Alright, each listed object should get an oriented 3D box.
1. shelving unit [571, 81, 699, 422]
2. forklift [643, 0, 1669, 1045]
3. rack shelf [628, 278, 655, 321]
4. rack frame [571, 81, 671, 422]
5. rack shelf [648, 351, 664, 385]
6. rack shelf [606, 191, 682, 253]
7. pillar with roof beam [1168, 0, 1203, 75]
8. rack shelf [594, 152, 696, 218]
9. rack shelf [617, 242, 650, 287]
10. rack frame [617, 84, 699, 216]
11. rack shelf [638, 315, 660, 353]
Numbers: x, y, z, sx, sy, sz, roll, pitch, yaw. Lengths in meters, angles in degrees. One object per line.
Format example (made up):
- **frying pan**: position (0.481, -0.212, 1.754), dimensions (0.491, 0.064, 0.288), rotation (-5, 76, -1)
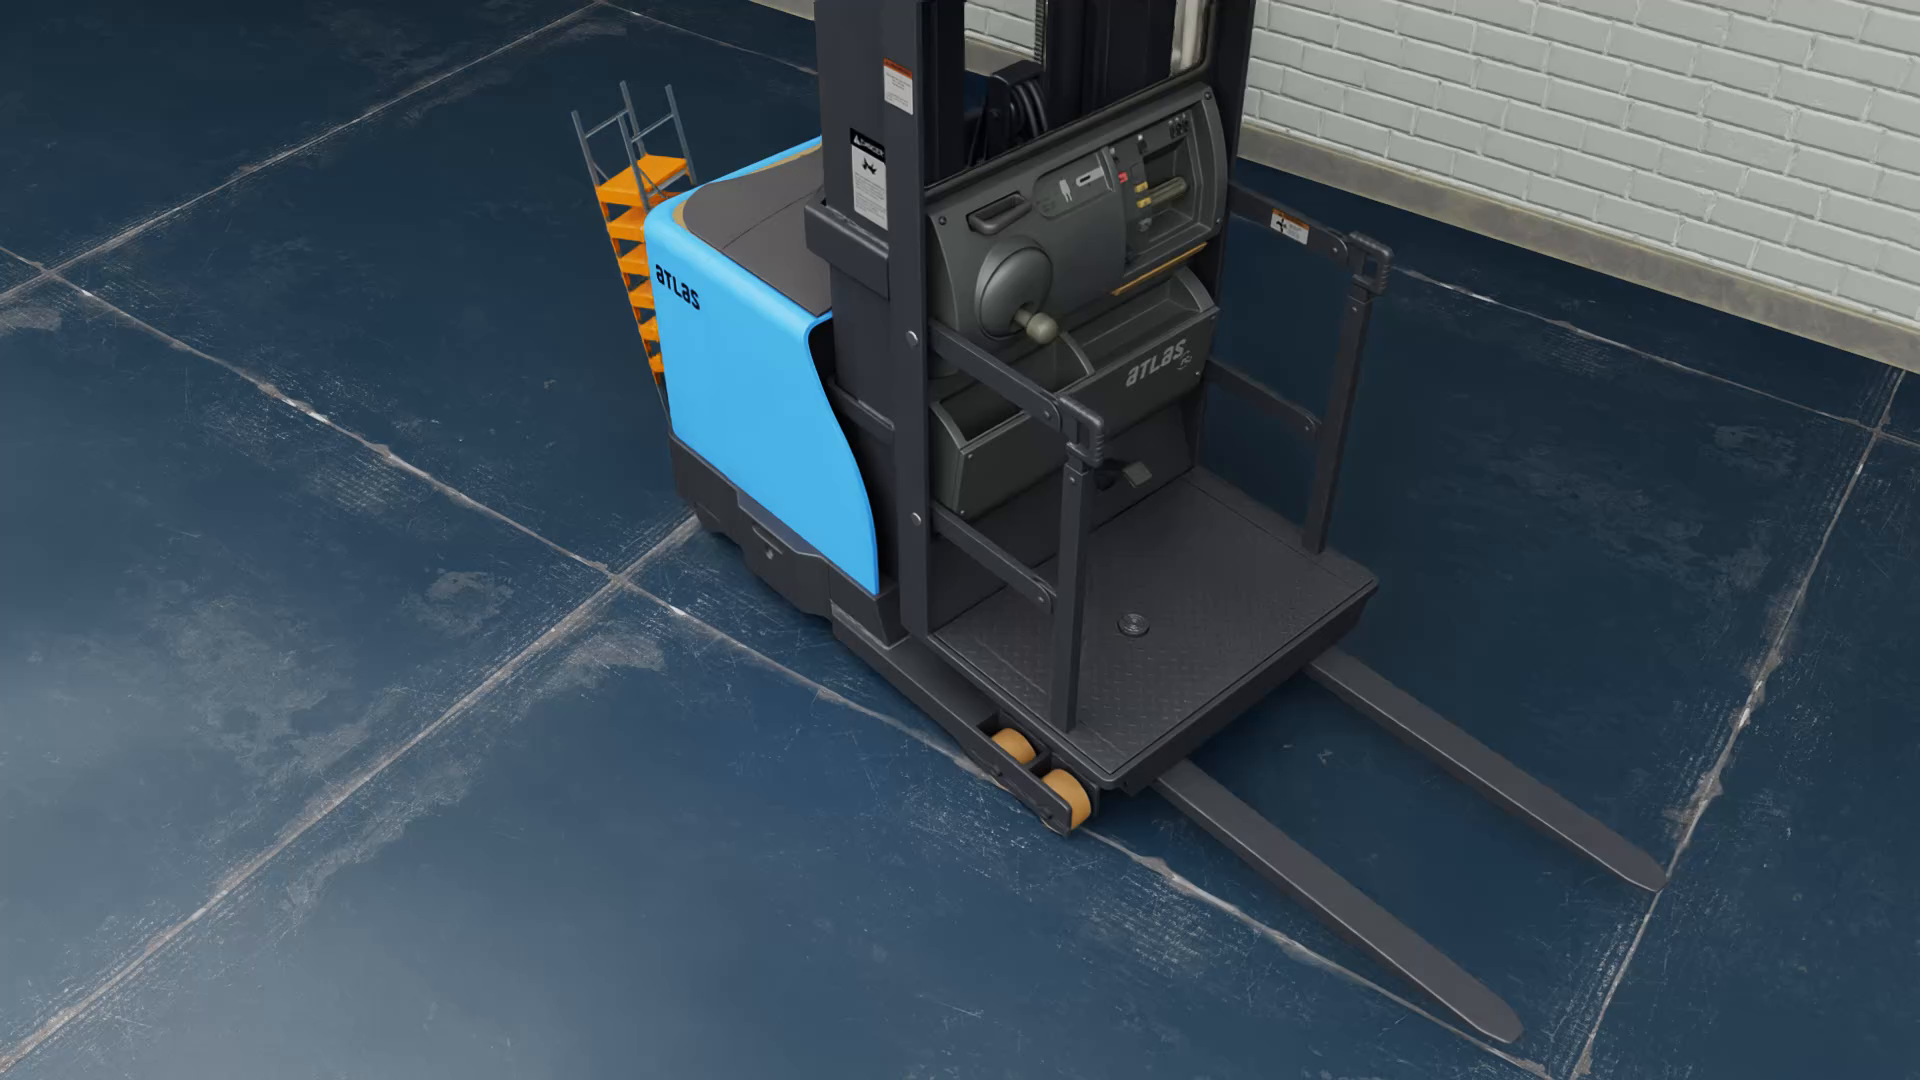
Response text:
- **shelving unit**: position (-0.905, -0.826, 5.261), dimensions (0.189, 1.200, 0.258), rotation (13, 42, 30)
- **forklift**: position (0.447, -0.710, 3.845), dimensions (1.130, 2.935, 3.031), rotation (-31, 50, -30)
- **rack shelf**: position (-0.898, -0.791, 5.287), dimensions (0.180, 0.103, 0.258), rotation (13, 42, 30)
- **rack frame**: position (-0.982, -0.844, 5.307), dimensions (0.006, 1.200, 0.240), rotation (13, 42, 30)
- **rack shelf**: position (-0.859, -0.599, 5.427), dimensions (0.180, 0.103, 0.258), rotation (13, 42, 30)
- **rack shelf**: position (-0.936, -0.982, 5.147), dimensions (0.180, 0.103, 0.258), rotation (13, 42, 30)
- **pillar with roof beam**: position (-1.624, -2.694, 1.513), dimensions (0.400, 9.000, 9.100), rotation (25, 48, 25)
- **rack shelf**: position (-0.955, -1.077, 5.077), dimensions (0.180, 0.103, 0.258), rotation (13, 42, 30)
- **rack shelf**: position (-0.917, -0.886, 5.217), dimensions (0.180, 0.103, 0.258), rotation (13, 42, 30)
- **rack frame**: position (-0.828, -0.808, 5.215), dimensions (0.006, 1.200, 0.240), rotation (13, 42, 30)
- **rack shelf**: position (-0.878, -0.695, 5.357), dimensions (0.180, 0.103, 0.258), rotation (13, 42, 30)
